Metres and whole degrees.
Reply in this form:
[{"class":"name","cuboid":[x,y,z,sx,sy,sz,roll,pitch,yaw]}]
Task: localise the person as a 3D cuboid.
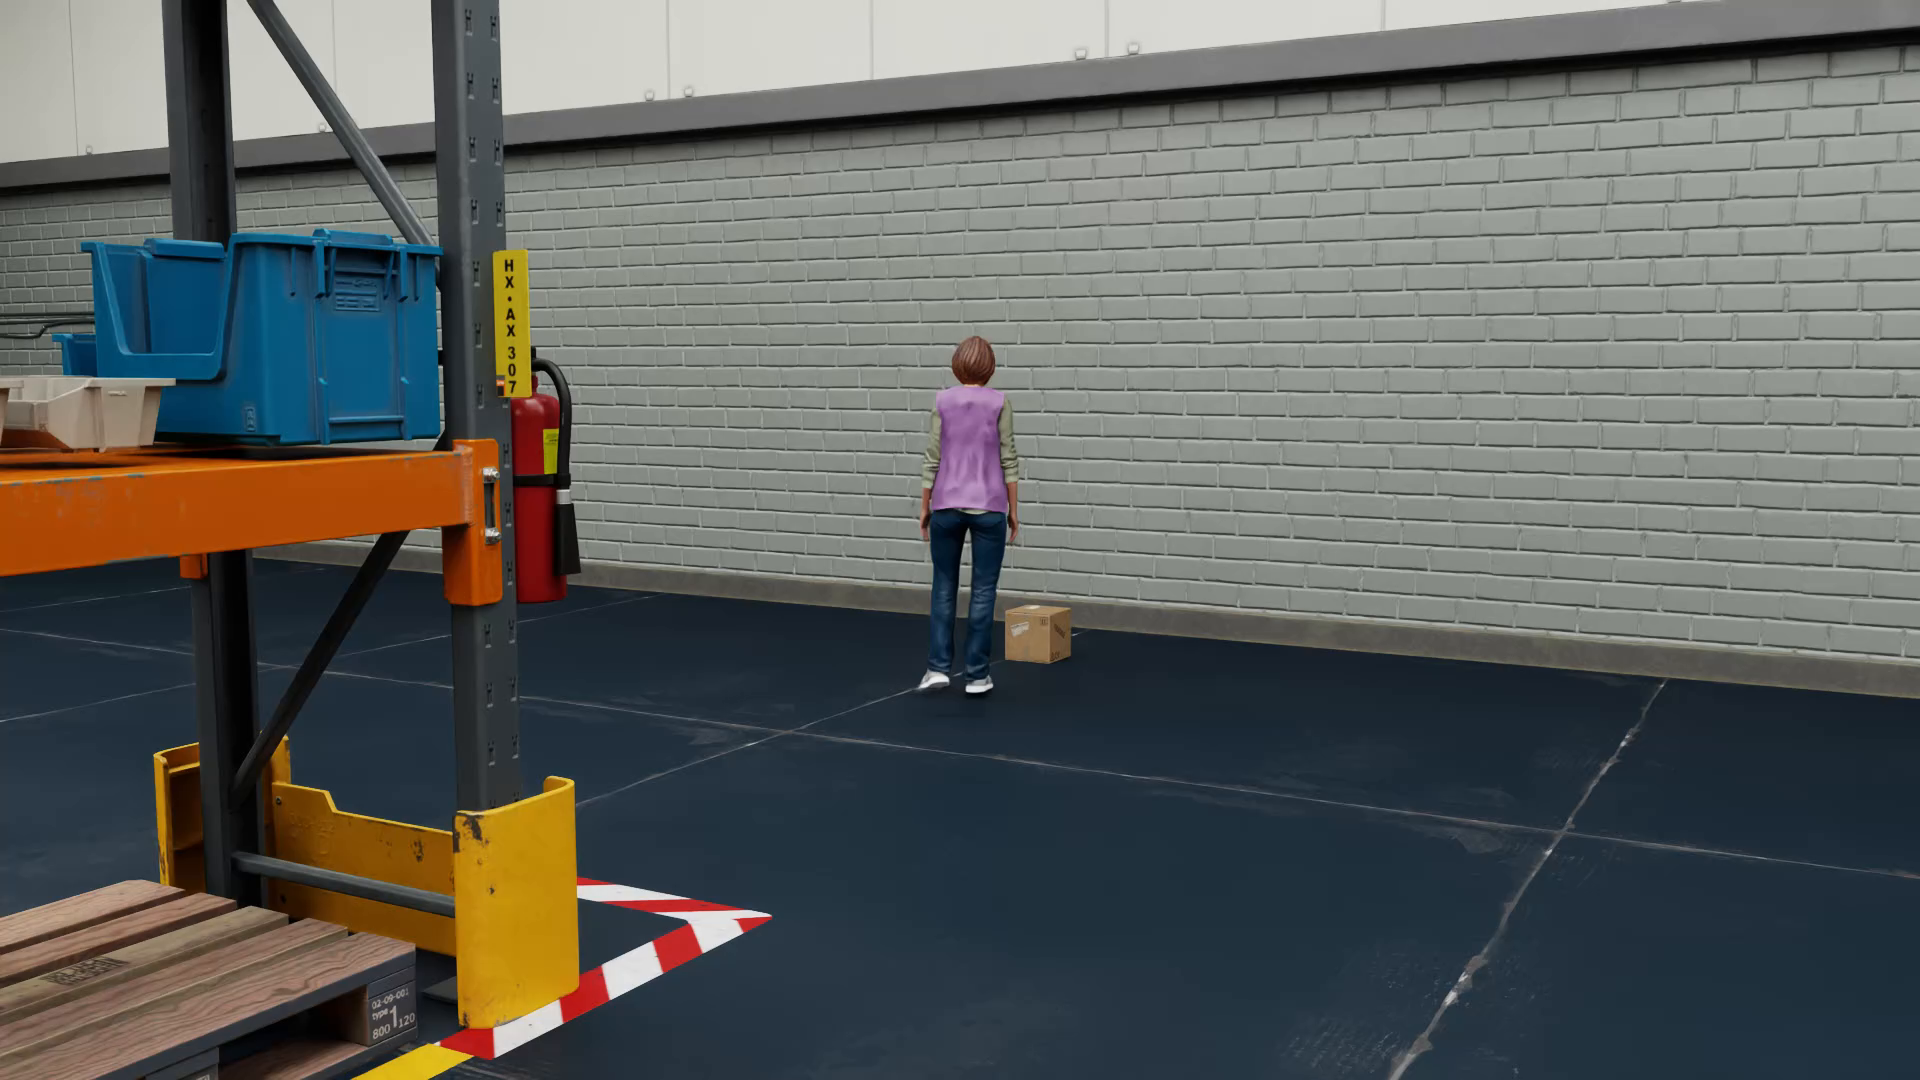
[{"class":"person","cuboid":[0.027,-0.093,7.481,0.477,1.640,0.365,1,6,10]}]
